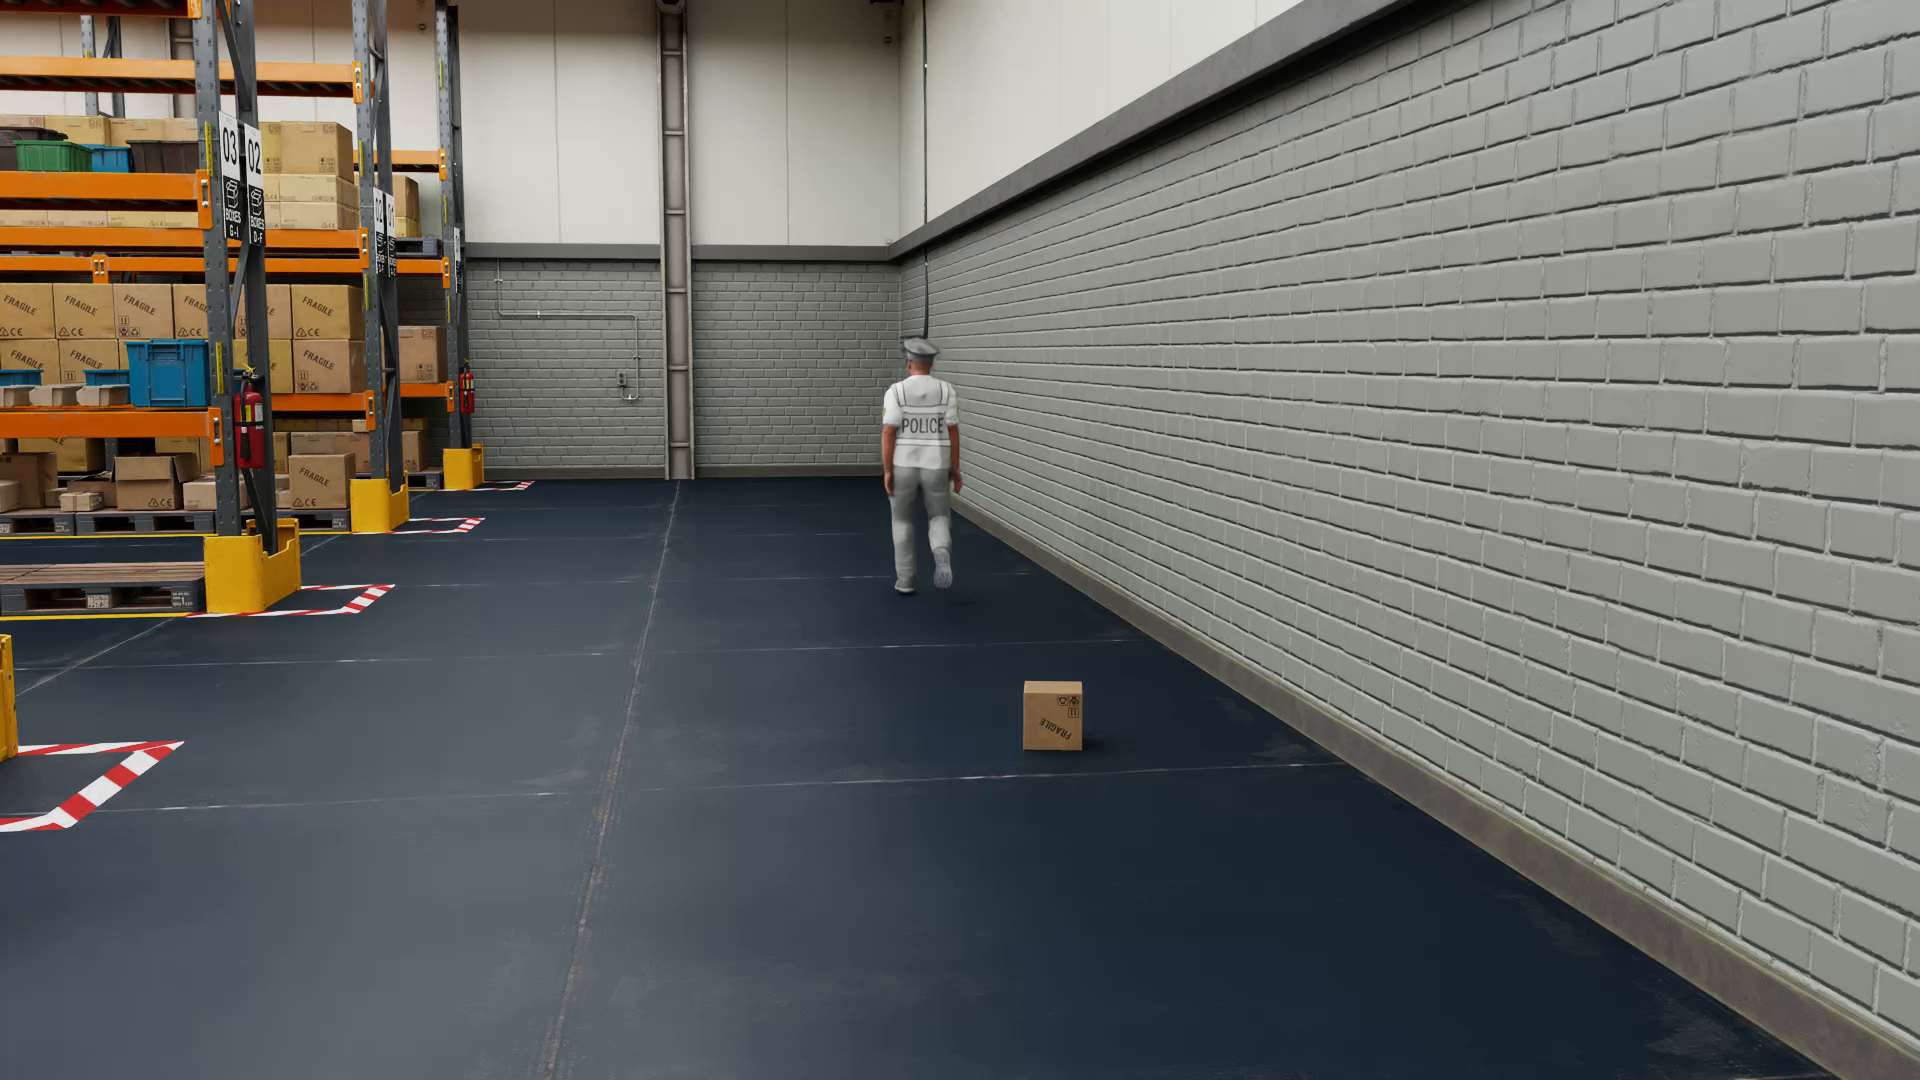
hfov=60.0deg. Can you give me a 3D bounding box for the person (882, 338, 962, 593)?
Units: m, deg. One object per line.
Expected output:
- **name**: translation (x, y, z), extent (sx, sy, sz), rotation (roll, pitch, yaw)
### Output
- **person**: translation (-0.259, -0.502, 11.413), extent (0.569, 1.758, 0.657), rotation (-1, 7, -10)
